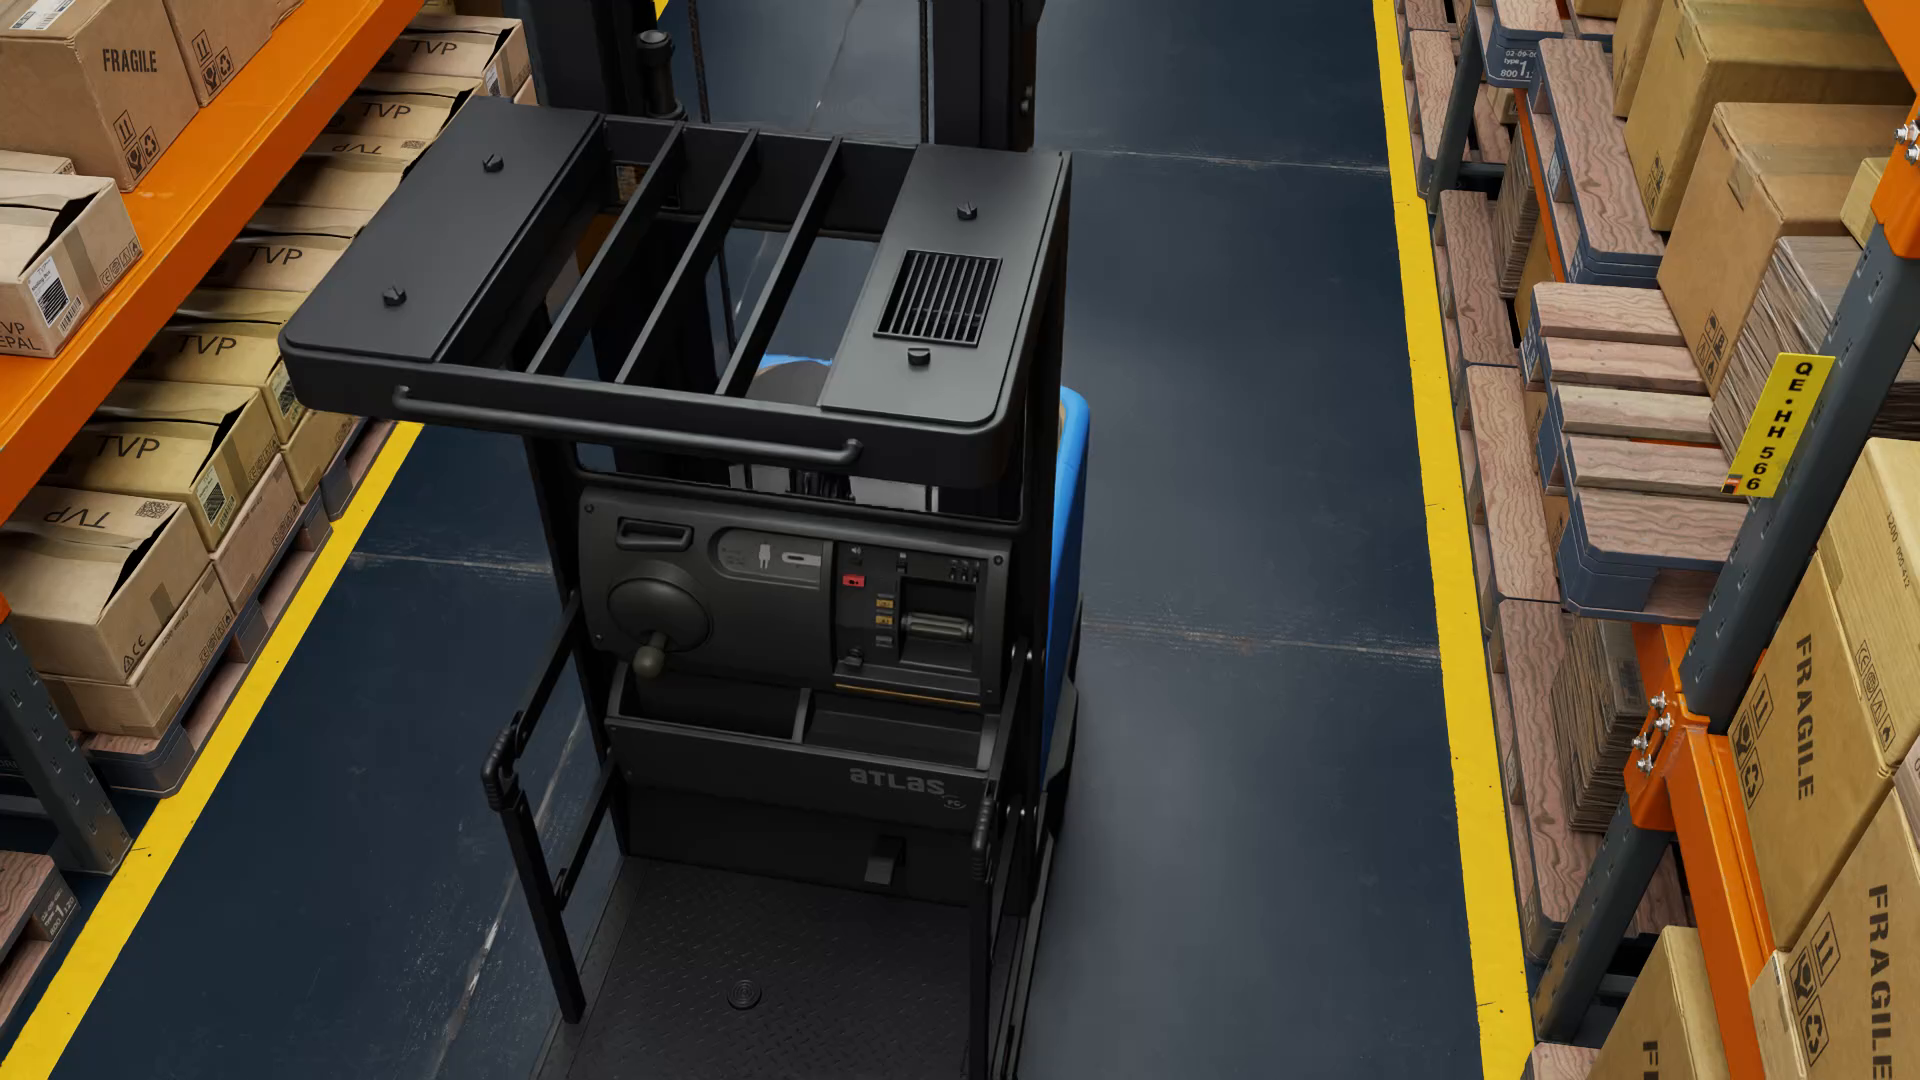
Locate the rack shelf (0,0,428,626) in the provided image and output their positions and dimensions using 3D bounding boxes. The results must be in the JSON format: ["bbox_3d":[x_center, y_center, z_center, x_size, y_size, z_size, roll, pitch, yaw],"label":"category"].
[{"bbox_3d":[-2.633,-1.317,5.483,1.077,0.370,4.000,5,44,6],"label":"rack shelf"}]

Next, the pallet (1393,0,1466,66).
[{"bbox_3d":[2.755,-2.776,8.528,1.003,0.211,1.213,5,44,6],"label":"pallet"}]

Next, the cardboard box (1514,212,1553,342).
[{"bbox_3d":[2.443,-0.886,6.002,0.700,0.500,0.500,4,44,5],"label":"cardboard box"}]

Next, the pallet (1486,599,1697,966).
[{"bbox_3d":[2.118,0.713,4.844,1.003,0.211,1.213,5,44,6],"label":"pallet"}]

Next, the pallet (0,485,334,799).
[{"bbox_3d":[-2.750,0.240,5.343,1.003,0.211,1.213,5,44,6],"label":"pallet"}]

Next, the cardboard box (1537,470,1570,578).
[{"bbox_3d":[2.278,-0.197,5.274,0.700,0.500,0.500,5,44,5],"label":"cardboard box"}]

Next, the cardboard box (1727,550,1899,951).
[{"bbox_3d":[1.695,0.389,2.854,0.500,0.500,0.500,6,44,7],"label":"cardboard box"}]

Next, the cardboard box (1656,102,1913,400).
[{"bbox_3d":[2.112,-0.668,3.881,0.700,0.500,0.500,1,43,2],"label":"cardboard box"}]

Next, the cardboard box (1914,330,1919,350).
[{"bbox_3d":[2.029,-0.437,3.165,0.380,0.149,0.250,0,43,0],"label":"cardboard box"}]

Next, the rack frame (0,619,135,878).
[{"bbox_3d":[-2.898,-0.215,3.796,1.000,3.000,0.127,5,44,6],"label":"rack frame"}]

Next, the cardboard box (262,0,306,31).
[{"bbox_3d":[-2.556,-2.097,5.710,0.500,0.500,0.500,8,44,9],"label":"cardboard box"}]

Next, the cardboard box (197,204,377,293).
[{"bbox_3d":[-2.339,-0.960,5.868,0.500,0.311,0.500,5,44,5],"label":"cardboard box"}]

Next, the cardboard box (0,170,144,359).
[{"bbox_3d":[-2.587,-0.775,4.451,0.500,0.311,0.500,5,44,5],"label":"cardboard box"}]

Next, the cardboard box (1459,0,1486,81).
[{"bbox_3d":[2.640,-2.457,7.661,0.500,0.500,0.500,2,43,2],"label":"cardboard box"}]

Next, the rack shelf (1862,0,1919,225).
[{"bbox_3d":[2.278,-1.959,3.978,1.077,0.370,4.000,5,44,6],"label":"rack shelf"}]

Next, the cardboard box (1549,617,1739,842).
[{"bbox_3d":[2.057,0.485,4.554,0.700,0.500,0.500,6,44,6],"label":"cardboard box"}]

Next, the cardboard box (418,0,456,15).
[{"bbox_3d":[-2.524,-2.431,7.830,0.500,0.250,0.500,5,44,6],"label":"cardboard box"}]

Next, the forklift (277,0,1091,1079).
[{"bbox_3d":[-0.396,0.224,3.382,1.130,2.935,3.031,7,44,8],"label":"forklift"}]

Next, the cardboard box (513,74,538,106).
[{"bbox_3d":[-2.136,-1.786,7.149,0.500,0.250,0.500,5,44,5],"label":"cardboard box"}]

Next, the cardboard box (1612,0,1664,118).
[{"bbox_3d":[2.304,-1.514,4.775,0.700,0.500,0.500,11,45,11],"label":"cardboard box"}]

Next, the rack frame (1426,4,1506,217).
[{"bbox_3d":[2.542,-2.494,6.202,1.000,3.000,0.127,5,44,6],"label":"rack frame"}]

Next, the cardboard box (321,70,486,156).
[{"bbox_3d":[-2.201,-1.642,6.589,0.500,0.311,0.500,6,44,7],"label":"cardboard box"}]

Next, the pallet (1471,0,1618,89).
[{"bbox_3d":[2.297,-1.916,5.732,1.003,0.211,1.213,5,44,6],"label":"pallet"}]

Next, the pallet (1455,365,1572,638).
[{"bbox_3d":[2.282,-0.116,5.719,1.003,0.211,1.213,5,44,6],"label":"pallet"}]

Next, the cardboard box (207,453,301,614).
[{"bbox_3d":[-2.472,-0.042,5.307,0.500,0.250,0.500,4,44,4],"label":"cardboard box"}]

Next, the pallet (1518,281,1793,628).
[{"bbox_3d":[2.002,-0.193,3.912,1.213,0.211,1.003,5,44,6],"label":"pallet"}]

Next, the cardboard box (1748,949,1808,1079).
[{"bbox_3d":[1.579,0.864,2.824,0.380,0.149,0.250,6,44,7],"label":"cardboard box"}]

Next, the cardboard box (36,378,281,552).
[{"bbox_3d":[-2.476,-0.262,5.132,0.500,0.311,0.500,4,44,4],"label":"cardboard box"}]

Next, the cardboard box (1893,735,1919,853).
[{"bbox_3d":[1.627,0.461,2.232,0.500,0.250,0.500,5,44,5],"label":"cardboard box"}]

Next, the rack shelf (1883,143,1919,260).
[{"bbox_3d":[1.749,0.768,1.099,1.077,0.370,4.000,5,44,6],"label":"rack shelf"}]

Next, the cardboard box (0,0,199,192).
[{"bbox_3d":[-2.692,-1.397,4.971,0.500,0.500,0.500,3,44,3],"label":"cardboard box"}]
